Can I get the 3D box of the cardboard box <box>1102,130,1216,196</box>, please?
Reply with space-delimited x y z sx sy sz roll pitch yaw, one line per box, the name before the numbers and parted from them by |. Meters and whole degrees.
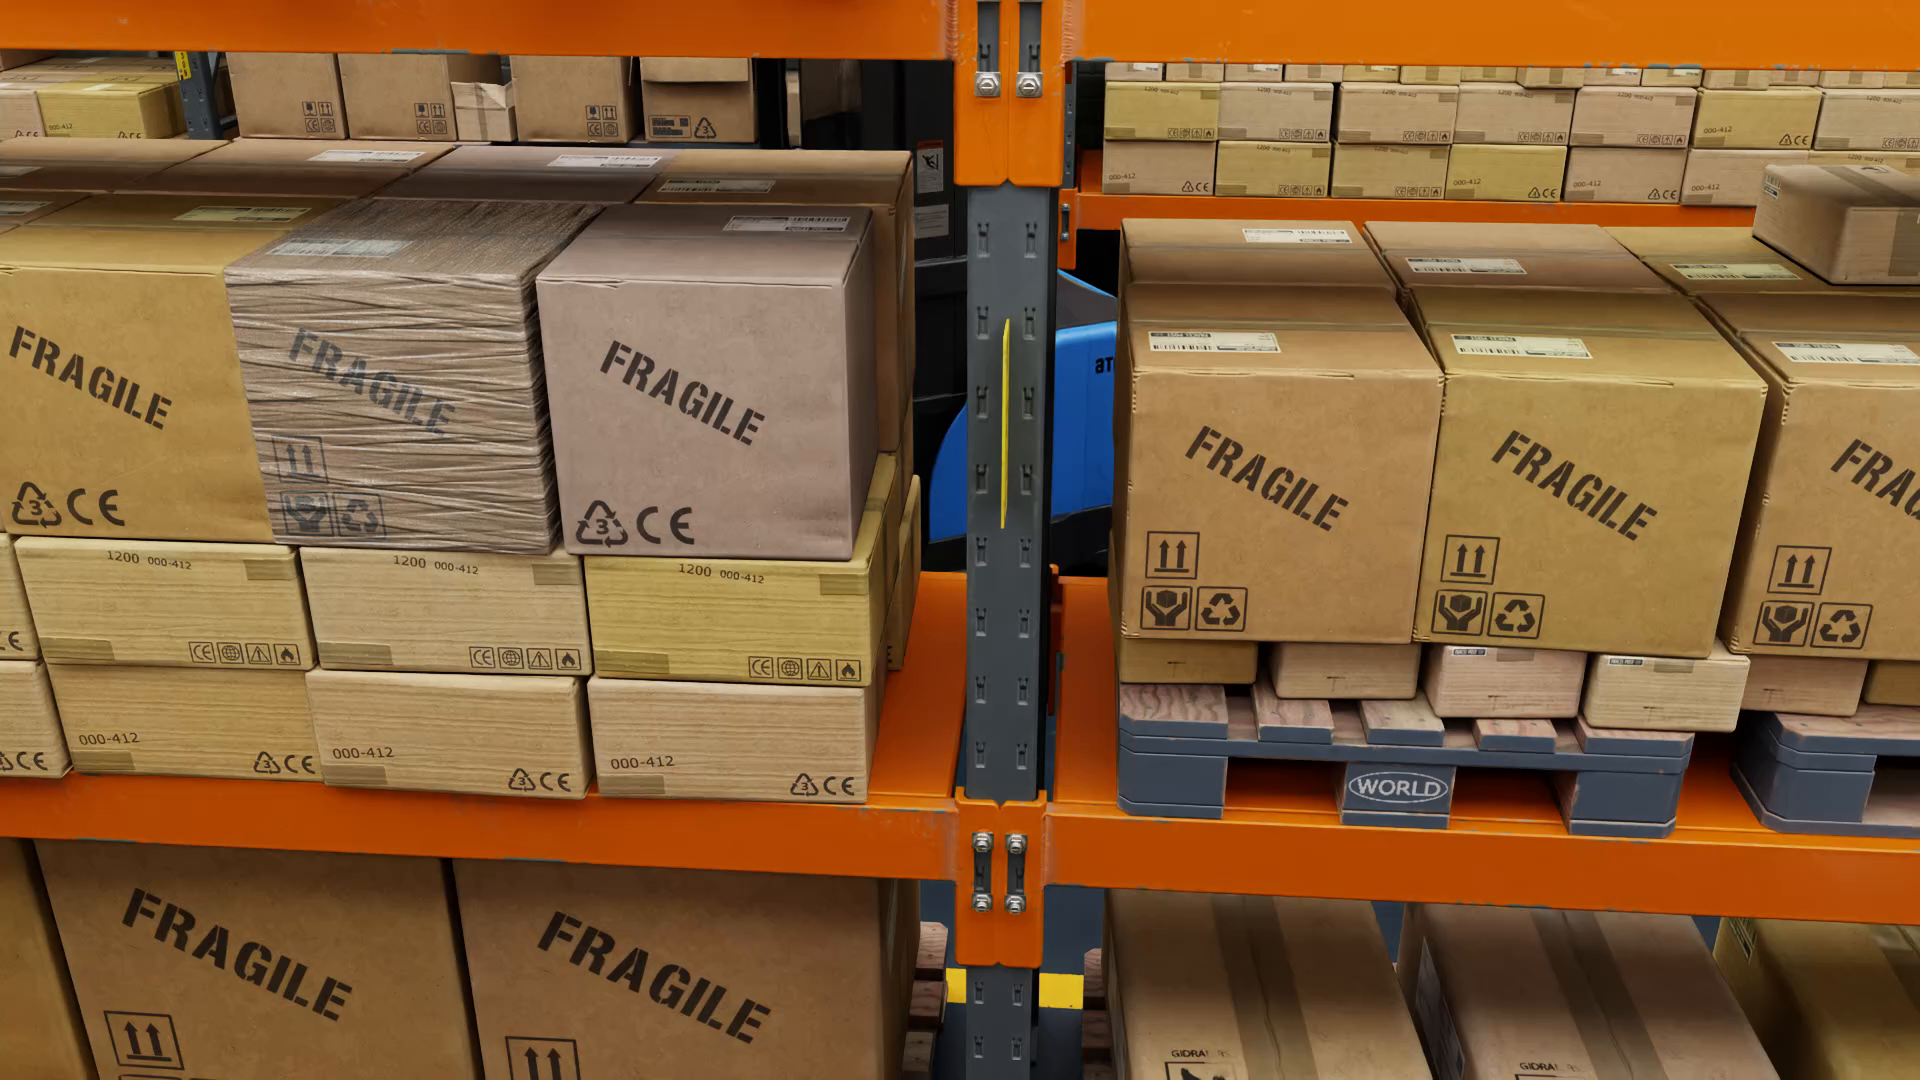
cardboard box | 0.912 -1.775 7.699 0.500 0.250 0.500 2 25 4

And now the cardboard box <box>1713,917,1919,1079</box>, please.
cardboard box | 2.167 1.182 3.735 0.625 0.372 0.950 3 25 6

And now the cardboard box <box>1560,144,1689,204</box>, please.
cardboard box | 2.960 -1.713 7.563 0.500 0.250 0.500 2 25 4

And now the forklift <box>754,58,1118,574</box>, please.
forklift | -0.750 -1.152 6.247 3.031 2.935 1.130 -12 27 -24

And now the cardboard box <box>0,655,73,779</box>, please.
cardboard box | -1.934 0.233 3.336 0.500 0.250 0.500 1 25 3

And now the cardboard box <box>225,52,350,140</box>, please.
cardboard box | -3.035 -2.215 7.853 0.500 0.500 0.700 2 25 5

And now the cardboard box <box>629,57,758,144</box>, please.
cardboard box | -1.153 -2.172 7.756 0.637 0.503 0.797 1 25 3

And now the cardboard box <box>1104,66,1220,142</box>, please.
cardboard box | 0.910 -1.992 7.572 0.500 0.250 0.500 2 25 4

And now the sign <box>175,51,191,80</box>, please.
sign | -3.534 -2.254 7.525 0.005 0.325 0.100 2 25 4

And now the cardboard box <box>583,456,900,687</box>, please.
cardboard box | -0.390 0.041 3.154 0.500 0.250 0.500 2 25 4

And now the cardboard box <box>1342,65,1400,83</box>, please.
cardboard box | 1.823 -2.162 7.465 0.250 0.149 0.380 2 25 5

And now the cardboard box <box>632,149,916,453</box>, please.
cardboard box | -0.361 -0.508 3.449 0.500 0.500 0.500 1 25 2

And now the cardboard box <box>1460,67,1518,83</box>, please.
cardboard box | 2.338 -2.162 7.464 0.250 0.149 0.380 2 25 4

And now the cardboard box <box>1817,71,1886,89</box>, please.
cardboard box | 3.860 -2.091 7.309 0.250 0.149 0.380 1 25 3

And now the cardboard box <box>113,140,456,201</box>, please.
cardboard box | -1.371 -0.543 3.525 0.500 0.500 0.500 3 25 5

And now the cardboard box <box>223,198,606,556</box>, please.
cardboard box | -0.936 -0.311 3.021 0.500 0.500 0.500 2 25 5

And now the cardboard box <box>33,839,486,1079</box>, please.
cardboard box | -1.459 0.797 3.969 0.875 0.875 0.875 2 25 5

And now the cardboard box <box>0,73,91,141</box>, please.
cardboard box | -4.527 -2.079 8.003 0.500 0.250 0.500 2 25 4

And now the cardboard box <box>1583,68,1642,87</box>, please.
cardboard box | 2.843 -2.118 7.370 0.250 0.149 0.380 2 25 4

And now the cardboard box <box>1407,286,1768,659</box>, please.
cardboard box | 1.063 -0.137 2.982 0.500 0.500 0.500 3 25 7

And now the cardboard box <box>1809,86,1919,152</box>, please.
cardboard box | 3.968 -1.900 7.371 0.500 0.250 0.500 1 25 3

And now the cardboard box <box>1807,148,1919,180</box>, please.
cardboard box | 3.954 -1.670 7.471 0.500 0.250 0.500 2 25 5

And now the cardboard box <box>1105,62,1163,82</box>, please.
cardboard box | 0.784 -2.167 7.474 0.250 0.149 0.380 3 25 6

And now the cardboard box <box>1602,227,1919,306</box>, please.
cardboard box | 1.606 -0.335 3.413 0.500 0.500 0.500 0 25 0

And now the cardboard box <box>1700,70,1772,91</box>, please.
cardboard box | 3.348 -2.074 7.272 0.250 0.149 0.380 1 25 2

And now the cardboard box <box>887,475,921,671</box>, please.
cardboard box | -0.357 0.057 3.717 0.500 0.250 0.500 1 25 3

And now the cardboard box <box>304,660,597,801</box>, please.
cardboard box | -0.923 0.260 3.276 0.500 0.250 0.500 2 25 5

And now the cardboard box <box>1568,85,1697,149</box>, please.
cardboard box | 2.945 -1.932 7.441 0.500 0.250 0.500 2 25 5

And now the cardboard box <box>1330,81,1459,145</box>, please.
cardboard box | 1.932 -1.962 7.506 0.500 0.250 0.500 1 25 3

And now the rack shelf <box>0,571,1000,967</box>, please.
rack shelf | -1.882 0.372 3.713 4.000 0.370 1.077 2 25 4

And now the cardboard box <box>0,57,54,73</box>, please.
cardboard box | -4.988 -2.313 8.512 0.500 0.250 0.500 2 25 5

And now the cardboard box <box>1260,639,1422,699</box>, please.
cardboard box | 0.701 0.144 3.147 0.250 0.149 0.380 0 25 1

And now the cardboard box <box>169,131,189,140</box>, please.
cardboard box | -3.837 -1.878 8.044 0.250 0.149 0.380 2 25 5

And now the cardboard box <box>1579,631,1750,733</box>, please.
cardboard box | 1.243 0.189 3.049 0.250 0.149 0.380 2 25 4

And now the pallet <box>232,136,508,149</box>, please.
pallet | -2.711 -1.929 8.084 1.213 0.211 1.003 2 25 4

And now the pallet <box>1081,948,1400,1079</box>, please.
pallet | 0.891 1.402 3.951 1.213 0.211 1.003 2 25 4

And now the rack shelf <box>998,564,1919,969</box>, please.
rack shelf | 2.106 0.500 3.435 4.000 0.370 1.077 2 25 4

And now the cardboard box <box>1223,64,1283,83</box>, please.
cardboard box | 1.308 -2.161 7.462 0.250 0.149 0.380 3 25 5

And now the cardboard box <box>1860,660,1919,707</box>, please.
cardboard box | 1.774 0.157 3.118 0.250 0.149 0.380 3 25 6

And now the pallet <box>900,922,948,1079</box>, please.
pallet | -0.668 1.320 4.130 1.213 0.211 1.003 2 25 4

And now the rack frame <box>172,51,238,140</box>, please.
rack frame | -3.500 -2.087 8.198 0.127 3.000 1.000 2 25 4

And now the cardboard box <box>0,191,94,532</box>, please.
cardboard box | -1.934 -0.349 3.103 0.500 0.500 0.500 1 25 3

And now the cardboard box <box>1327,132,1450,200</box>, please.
cardboard box | 1.927 -1.743 7.630 0.500 0.250 0.500 1 25 2

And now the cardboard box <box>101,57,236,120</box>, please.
cardboard box | -3.973 -2.283 8.446 0.500 0.250 0.500 2 25 3

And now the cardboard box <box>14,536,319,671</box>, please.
cardboard box | -1.414 0.018 3.203 0.500 0.250 0.500 1 25 3

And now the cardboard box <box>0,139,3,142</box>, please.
cardboard box | -2.391 -0.571 3.586 0.500 0.500 0.500 3 25 6

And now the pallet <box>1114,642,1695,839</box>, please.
pallet | 0.831 0.175 3.511 1.003 0.211 1.213 2 25 4

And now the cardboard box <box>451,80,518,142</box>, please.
cardboard box | -2.144 -2.013 7.694 0.258 0.266 0.396 3 25 7

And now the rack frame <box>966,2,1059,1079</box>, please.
rack frame | 0.112 0.110 3.424 0.127 3.000 1.000 2 25 4

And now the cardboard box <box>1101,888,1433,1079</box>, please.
cardboard box | 0.675 1.135 3.837 0.625 0.372 0.950 0 25 0

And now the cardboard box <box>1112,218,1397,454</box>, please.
cardboard box | 0.587 -0.363 3.473 0.500 0.500 0.500 1 25 2
